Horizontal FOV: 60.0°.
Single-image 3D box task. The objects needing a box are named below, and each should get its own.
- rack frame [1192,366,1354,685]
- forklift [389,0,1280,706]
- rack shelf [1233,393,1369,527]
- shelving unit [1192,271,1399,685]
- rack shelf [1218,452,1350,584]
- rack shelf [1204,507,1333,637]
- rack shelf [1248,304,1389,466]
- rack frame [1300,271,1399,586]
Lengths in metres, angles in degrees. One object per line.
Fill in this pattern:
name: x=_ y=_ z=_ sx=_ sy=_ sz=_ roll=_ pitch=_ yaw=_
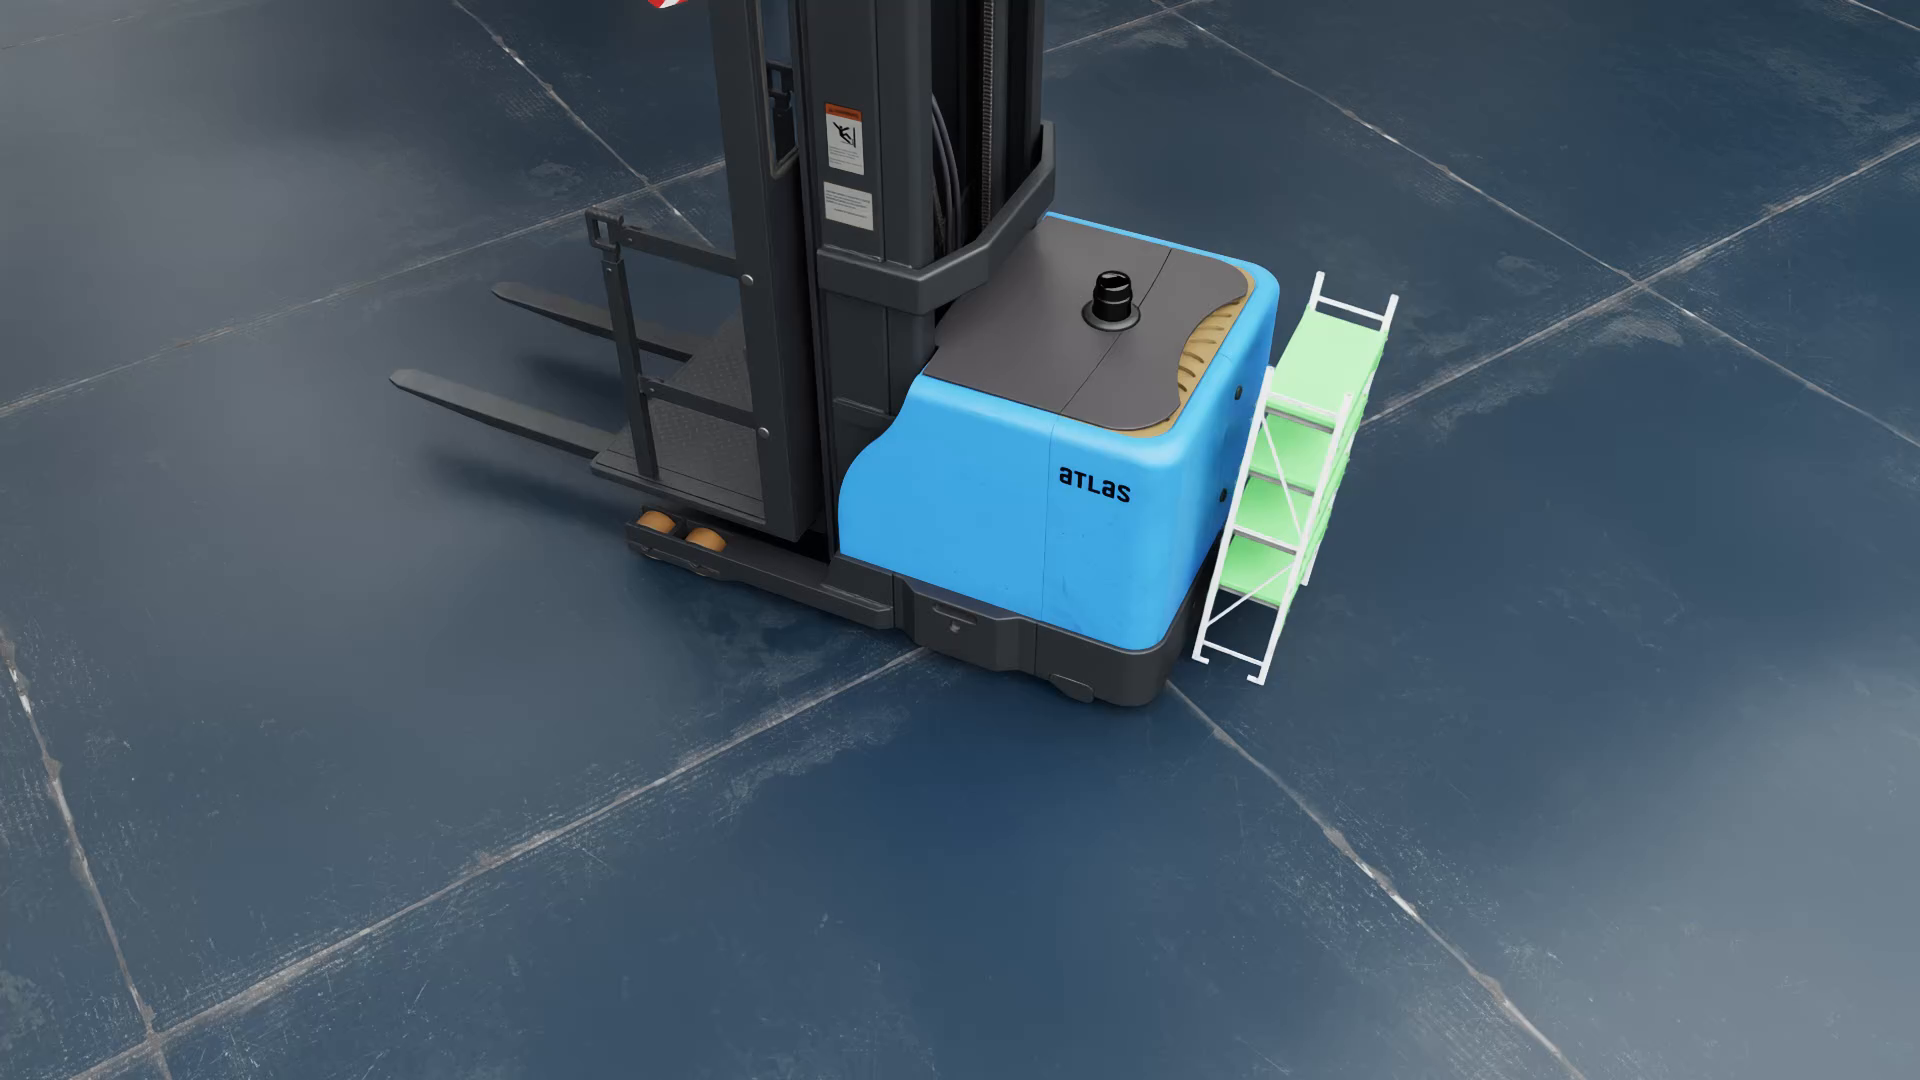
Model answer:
rack frame: x=0.895 y=-0.005 z=4.873 sx=0.240 sy=1.200 sz=0.015 roll=21 pitch=47 yaw=15
forklift: x=-0.569 y=-1.247 z=4.933 sx=3.031 sy=2.935 sz=1.130 roll=18 pitch=47 yaw=18
rack shelf: x=1.009 y=-0.281 z=4.908 sx=0.258 sy=0.148 sz=0.480 roll=21 pitch=47 yaw=15
shelving unit: x=0.997 y=-0.158 z=5.033 sx=0.258 sy=1.200 sz=0.503 roll=21 pitch=47 yaw=15
rack shelf: x=0.993 y=-0.113 z=5.079 sx=0.258 sy=0.148 sz=0.480 roll=21 pitch=47 yaw=15
rack shelf: x=0.976 y=0.055 z=5.250 sx=0.258 sy=0.148 sz=0.480 roll=21 pitch=47 yaw=15
rack shelf: x=1.025 y=-0.449 z=4.737 sx=0.258 sy=0.148 sz=0.480 roll=21 pitch=47 yaw=15
rack frame: x=1.099 y=-0.311 z=5.193 sx=0.240 sy=1.200 sz=0.015 roll=21 pitch=47 yaw=15
